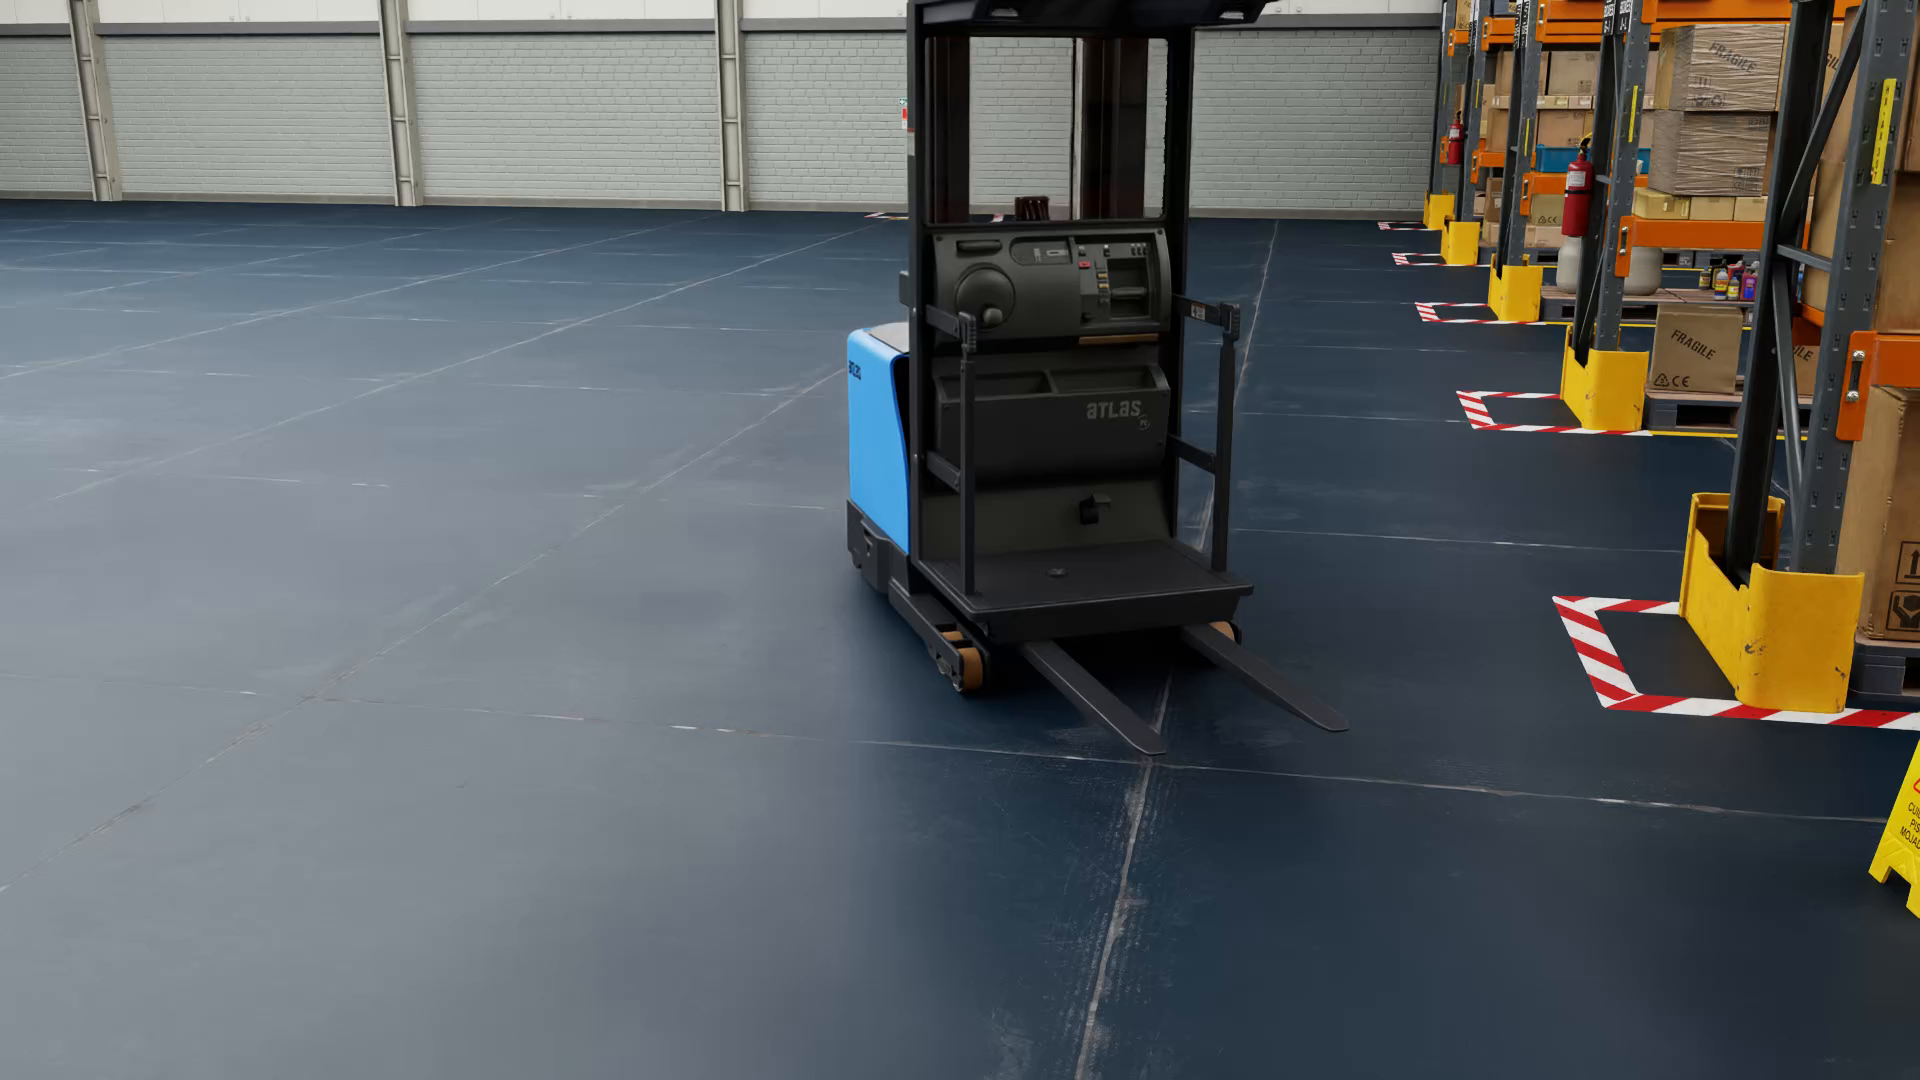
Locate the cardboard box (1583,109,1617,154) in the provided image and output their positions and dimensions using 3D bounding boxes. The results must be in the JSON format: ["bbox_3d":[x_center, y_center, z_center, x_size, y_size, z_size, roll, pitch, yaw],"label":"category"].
[{"bbox_3d":[7.591,-4.846,19.679,0.500,0.500,0.700,3,16,11],"label":"cardboard box"}]

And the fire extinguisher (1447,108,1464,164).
[{"bbox_3d":[6.112,-4.971,20.462,0.183,0.674,0.296,3,16,11],"label":"fire extinguisher"}]

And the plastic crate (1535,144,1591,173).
[{"bbox_3d":[5.694,-3.565,15.520,0.616,0.251,0.499,3,16,11],"label":"plastic crate"}]

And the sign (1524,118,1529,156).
[{"bbox_3d":[5.030,-3.574,14.758,0.005,0.325,0.100,3,16,11],"label":"sign"}]

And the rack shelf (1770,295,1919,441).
[{"bbox_3d":[5.030,-0.544,5.683,4.000,0.370,1.077,3,16,11],"label":"rack shelf"}]

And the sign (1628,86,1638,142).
[{"bbox_3d":[4.049,-2.564,10.008,0.005,0.325,0.100,3,16,11],"label":"sign"}]

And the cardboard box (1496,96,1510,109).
[{"bbox_3d":[6.477,-5.164,19.612,0.250,0.149,0.380,3,16,11],"label":"cardboard box"}]

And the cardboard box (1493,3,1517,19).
[{"bbox_3d":[7.916,-7.559,23.816,0.500,0.500,0.500,4,16,15],"label":"cardboard box"}]

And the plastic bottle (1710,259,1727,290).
[{"bbox_3d":[7.150,-2.503,15.674,0.133,0.283,0.061,4,16,12],"label":"plastic bottle"}]

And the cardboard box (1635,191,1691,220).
[{"bbox_3d":[4.389,-2.090,10.390,0.250,0.149,0.380,3,16,11],"label":"cardboard box"}]

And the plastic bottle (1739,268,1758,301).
[{"bbox_3d":[7.077,-2.293,14.914,0.133,0.283,0.061,3,16,12],"label":"plastic bottle"}]

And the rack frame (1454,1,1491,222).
[{"bbox_3d":[6.135,-4.880,19.991,0.127,3.000,1.000,3,16,11],"label":"rack frame"}]

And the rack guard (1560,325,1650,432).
[{"bbox_3d":[4.232,-1.080,10.955,0.348,0.500,1.175,3,16,11],"label":"rack guard"}]

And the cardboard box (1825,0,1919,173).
[{"bbox_3d":[3.426,-1.560,5.699,0.550,0.550,0.875,3,16,11],"label":"cardboard box"}]

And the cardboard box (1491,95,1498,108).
[{"bbox_3d":[6.547,-5.270,19.997,0.250,0.149,0.380,3,16,10],"label":"cardboard box"}]

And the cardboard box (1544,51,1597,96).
[{"bbox_3d":[7.158,-5.496,19.596,0.500,0.500,0.700,3,16,10],"label":"cardboard box"}]

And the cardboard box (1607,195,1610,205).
[{"bbox_3d":[7.599,-3.983,19.710,0.500,0.500,0.500,3,16,11],"label":"cardboard box"}]

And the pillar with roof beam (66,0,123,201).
[{"bbox_3d":[-16.400,-9.407,25.095,0.400,9.000,9.100,3,16,11],"label":"pillar with roof beam"}]

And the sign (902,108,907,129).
[{"bbox_3d":[-0.838,-6.899,27.214,0.234,0.329,0.001,3,16,11],"label":"sign"}]

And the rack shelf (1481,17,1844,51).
[{"bbox_3d":[8.095,-5.873,19.302,4.000,0.370,1.077,3,16,11],"label":"rack shelf"}]

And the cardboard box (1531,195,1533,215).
[{"bbox_3d":[8.337,-5.002,24.642,0.500,0.311,0.500,4,16,16],"label":"cardboard box"}]

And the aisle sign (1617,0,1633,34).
[{"bbox_3d":[4.037,-3.467,10.018,0.004,0.787,0.394,3,16,11],"label":"aisle sign"}]

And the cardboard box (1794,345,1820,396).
[{"bbox_3d":[5.358,-1.226,10.696,0.500,0.500,0.500,8,17,26],"label":"cardboard box"}]

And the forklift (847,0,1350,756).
[{"bbox_3d":[0.417,-0.980,6.039,1.130,2.935,3.031,-5,16,-17],"label":"forklift"}]

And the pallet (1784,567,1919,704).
[{"bbox_3d":[3.869,0.369,6.264,1.213,0.211,1.003,3,16,11],"label":"pallet"}]

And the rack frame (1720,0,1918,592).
[{"bbox_3d":[3.070,-0.997,5.971,0.127,3.000,1.000,3,16,11],"label":"rack frame"}]

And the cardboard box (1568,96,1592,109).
[{"bbox_3d":[7.227,-5.123,19.464,0.250,0.149,0.380,3,16,10],"label":"cardboard box"}]

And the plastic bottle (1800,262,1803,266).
[{"bbox_3d":[7.754,-2.491,15.505,0.185,0.351,0.144,3,16,11],"label":"plastic bottle"}]

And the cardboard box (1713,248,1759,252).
[{"bbox_3d":[9.069,-3.541,19.522,0.500,0.250,0.500,3,16,11],"label":"cardboard box"}]

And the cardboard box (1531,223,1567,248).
[{"bbox_3d":[7.107,-3.645,19.896,0.500,0.250,0.500,3,16,11],"label":"cardboard box"}]

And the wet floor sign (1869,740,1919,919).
[{"bbox_3d":[2.647,0.654,4.421,0.232,0.644,0.267,0,15,1],"label":"wet floor sign"}]

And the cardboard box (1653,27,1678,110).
[{"bbox_3d":[4.746,-2.998,10.577,0.500,0.500,0.500,3,16,11],"label":"cardboard box"}]

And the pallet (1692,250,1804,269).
[{"bbox_3d":[9.284,-3.377,19.787,1.213,0.211,1.003,3,16,11],"label":"pallet"}]

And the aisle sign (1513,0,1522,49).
[{"bbox_3d":[5.133,-4.919,15.261,0.004,0.787,0.394,3,16,11],"label":"aisle sign"}]

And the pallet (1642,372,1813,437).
[{"bbox_3d":[5.021,-0.889,10.804,1.213,0.211,1.003,3,16,11],"label":"pallet"}]

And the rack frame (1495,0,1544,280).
[{"bbox_3d":[5.144,-3.585,15.314,0.127,3.000,1.000,3,16,11],"label":"rack frame"}]

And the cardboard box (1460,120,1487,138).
[{"bbox_3d":[7.533,-6.005,24.293,0.500,0.250,0.500,3,16,9],"label":"cardboard box"}]

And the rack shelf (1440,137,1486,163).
[{"bbox_3d":[9.078,-5.723,24.382,4.000,0.370,1.077,3,16,11],"label":"rack shelf"}]

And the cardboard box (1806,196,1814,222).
[{"bbox_3d":[5.121,-2.047,10.233,0.250,0.149,0.380,3,16,11],"label":"cardboard box"}]

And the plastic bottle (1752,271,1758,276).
[{"bbox_3d":[7.402,-2.403,15.467,0.097,0.201,0.097,0,15,0],"label":"plastic bottle"}]
